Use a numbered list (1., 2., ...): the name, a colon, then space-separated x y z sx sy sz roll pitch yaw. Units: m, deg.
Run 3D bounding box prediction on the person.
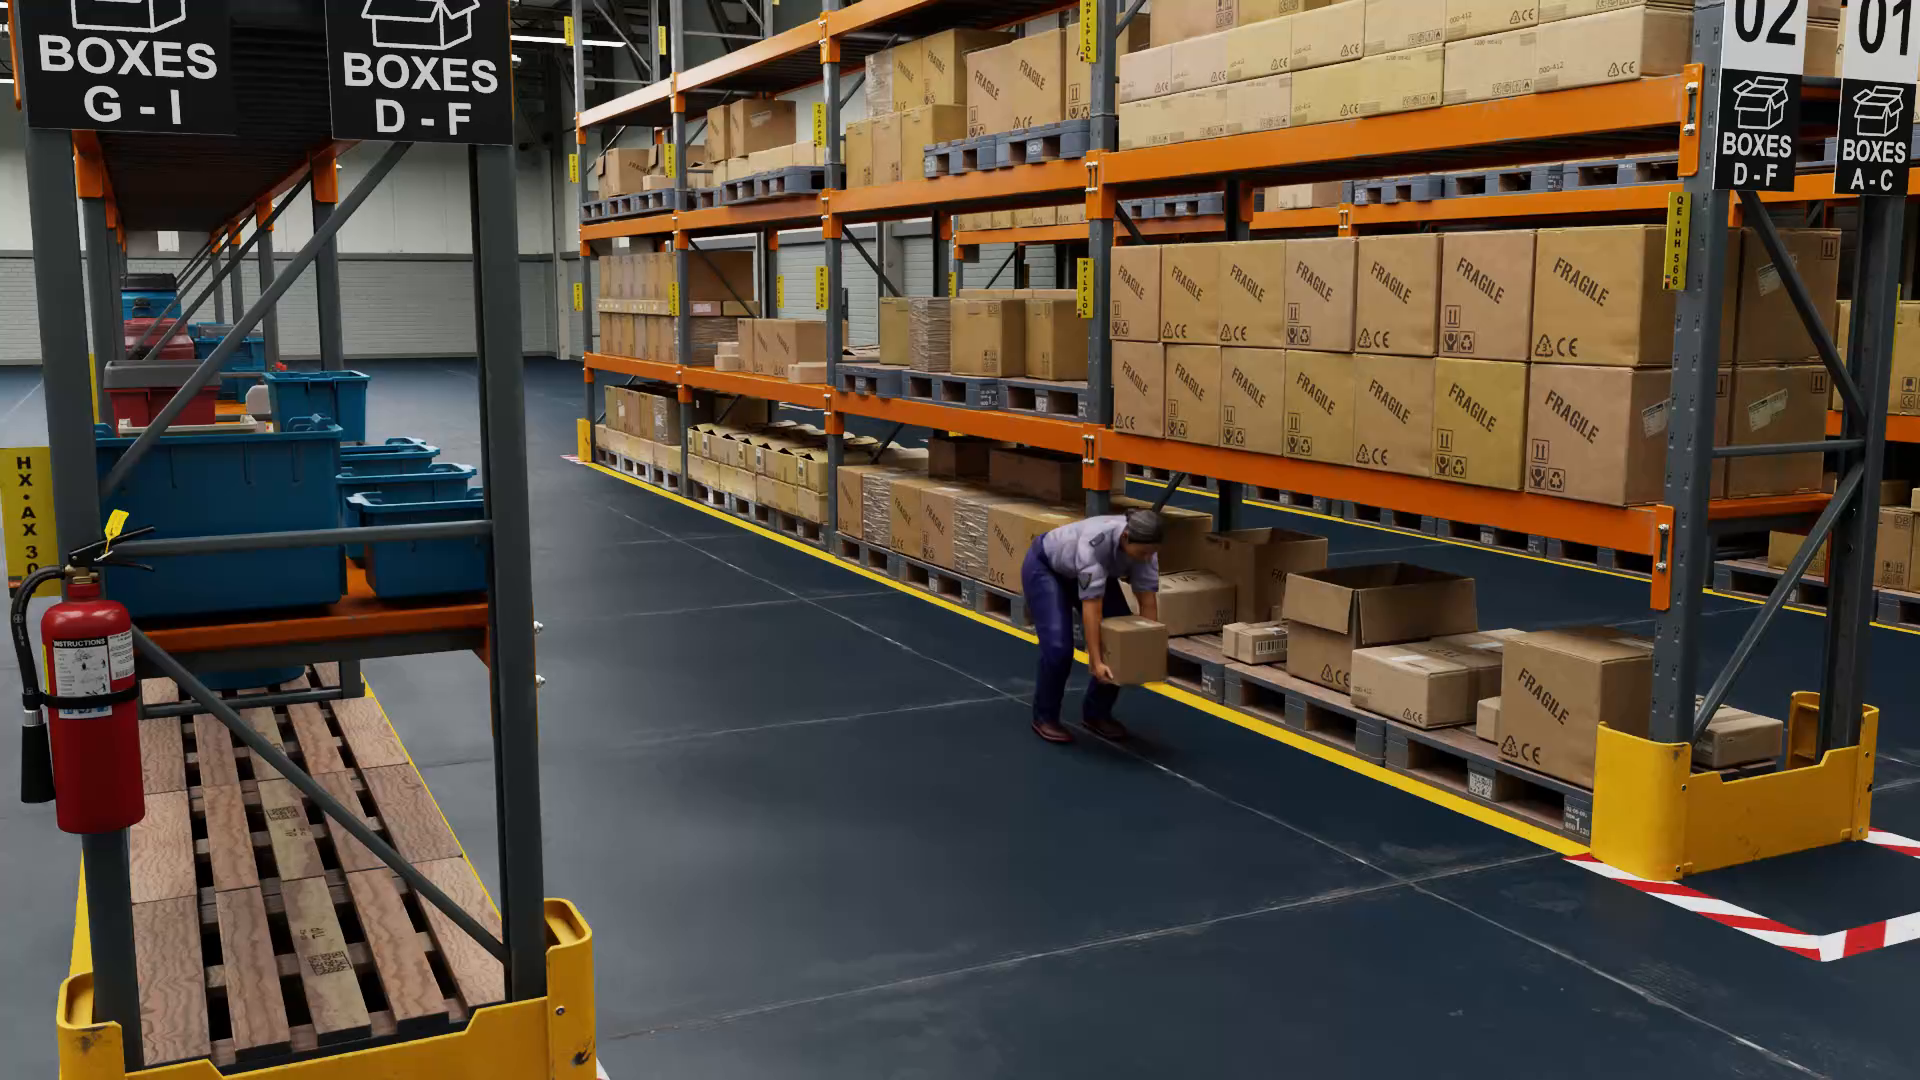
1. person: 0.628 0.382 7.634 0.483 1.126 0.877 -5 10 -28
